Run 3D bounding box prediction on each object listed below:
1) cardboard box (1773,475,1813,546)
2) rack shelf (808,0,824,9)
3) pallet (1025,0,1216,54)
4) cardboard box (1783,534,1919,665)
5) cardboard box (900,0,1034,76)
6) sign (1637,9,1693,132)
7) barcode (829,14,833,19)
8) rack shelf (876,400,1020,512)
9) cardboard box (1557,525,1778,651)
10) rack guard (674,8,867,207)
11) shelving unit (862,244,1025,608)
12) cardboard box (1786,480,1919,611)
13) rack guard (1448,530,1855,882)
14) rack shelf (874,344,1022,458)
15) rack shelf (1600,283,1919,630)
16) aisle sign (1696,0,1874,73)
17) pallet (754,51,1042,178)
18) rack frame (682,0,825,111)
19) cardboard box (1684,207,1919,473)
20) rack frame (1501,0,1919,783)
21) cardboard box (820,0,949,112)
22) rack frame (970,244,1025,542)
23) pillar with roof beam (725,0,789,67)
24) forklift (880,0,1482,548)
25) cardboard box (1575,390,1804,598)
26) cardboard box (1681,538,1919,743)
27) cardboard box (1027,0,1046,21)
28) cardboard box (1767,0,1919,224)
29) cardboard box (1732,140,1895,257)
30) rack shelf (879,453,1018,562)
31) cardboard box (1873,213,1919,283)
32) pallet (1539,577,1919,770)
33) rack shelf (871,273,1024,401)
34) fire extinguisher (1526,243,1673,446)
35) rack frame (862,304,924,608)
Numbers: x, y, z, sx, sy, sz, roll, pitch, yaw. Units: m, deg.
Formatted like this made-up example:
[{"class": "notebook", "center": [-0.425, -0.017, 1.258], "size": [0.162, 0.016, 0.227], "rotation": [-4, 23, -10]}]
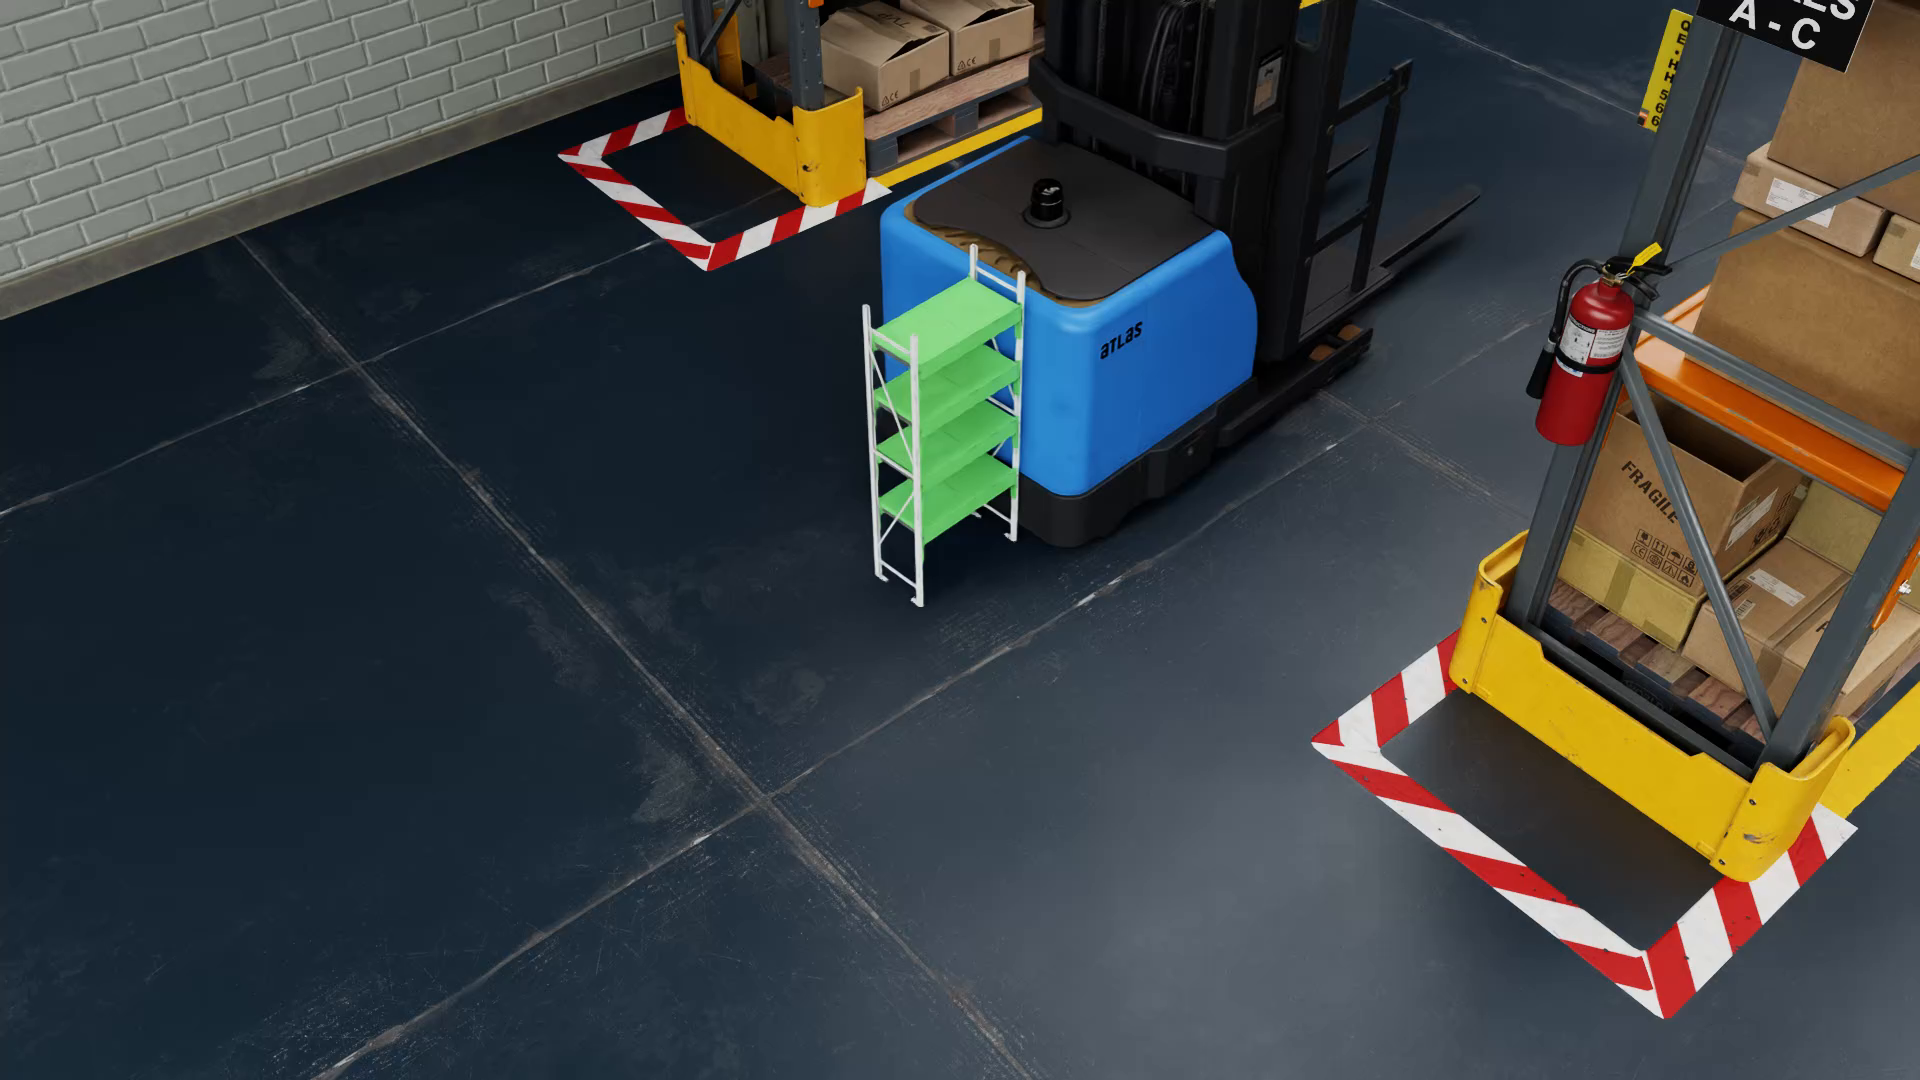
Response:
[{"class": "cardboard box", "center": [2.787, -0.180, 5.952], "size": [0.500, 0.250, 0.500], "rotation": [-30, 51, -28]}, {"class": "rack shelf", "center": [0.542, -3.629, 8.448], "size": [4.000, 0.370, 1.077], "rotation": [-30, 51, -28]}, {"class": "pallet", "center": [0.647, -2.900, 9.184], "size": [1.213, 0.211, 1.003], "rotation": [-30, 51, -28]}, {"class": "cardboard box", "center": [3.124, 0.096, 5.658], "size": [0.500, 0.250, 0.500], "rotation": [-30, 51, -28]}, {"class": "cardboard box", "center": [0.034, -2.700, 8.576], "size": [0.500, 0.311, 0.500], "rotation": [-26, 49, -25]}, {"class": "sign", "center": [1.852, -1.212, 4.331], "size": [0.005, 0.325, 0.100], "rotation": [-30, 51, -28]}, {"class": "barcode", "center": [-0.646, -2.671, 8.538], "size": [0.075, 0.075, 0.001], "rotation": [-30, 51, -28]}, {"class": "rack shelf", "center": [-0.049, -0.325, 5.813], "size": [0.258, 0.148, 0.480], "rotation": [34, 53, 31]}, {"class": "cardboard box", "center": [2.411, 0.046, 5.712], "size": [0.500, 0.250, 0.500], "rotation": [-30, 51, -28]}, {"class": "rack guard", "center": [-0.934, -2.134, 8.158], "size": [0.348, 0.500, 1.175], "rotation": [-30, 51, -28]}, {"class": "shelving unit", "center": [-0.049, -0.372, 5.769], "size": [0.258, 1.200, 0.503], "rotation": [34, 53, 31]}, {"class": "cardboard box", "center": [3.126, -0.176, 5.400], "size": [0.500, 0.500, 0.500], "rotation": [-30, 51, -28]}, {"class": "rack guard", "center": [2.171, 0.509, 5.343], "size": [0.348, 0.500, 1.175], "rotation": [-30, 51, -28]}, {"class": "rack shelf", "center": [-0.049, -0.500, 5.649], "size": [0.258, 0.148, 0.480], "rotation": [34, 53, 31]}, {"class": "rack shelf", "center": [3.723, -1.029, 5.680], "size": [4.000, 0.370, 1.077], "rotation": [-30, 51, -28]}, {"class": "aisle sign", "center": [1.950, -1.486, 3.742], "size": [0.004, 0.787, 0.394], "rotation": [-30, 51, -28]}, {"class": "pallet", "center": [-0.288, -2.367, 8.617], "size": [1.213, 0.211, 1.003], "rotation": [-30, 51, -28]}, {"class": "rack frame", "center": [-0.992, -3.012, 7.266], "size": [0.127, 3.000, 1.000], "rotation": [-30, 51, -28]}, {"class": "cardboard box", "center": [2.555, -0.647, 4.675], "size": [0.500, 0.500, 0.700], "rotation": [-30, 51, -28]}, {"class": "rack frame", "center": [2.189, -0.413, 4.498], "size": [0.127, 3.000, 1.000], "rotation": [-30, 51, -28]}, {"class": "cardboard box", "center": [-0.404, -2.449, 8.309], "size": [0.500, 0.311, 0.500], "rotation": [33, 52, 30]}, {"class": "rack frame", "center": [0.124, -0.490, 5.895], "size": [0.240, 1.200, 0.015], "rotation": [34, 53, 31]}, {"class": "pillar with roof beam", "center": [1.752, -3.700, 3.617], "size": [0.400, 9.000, 9.100], "rotation": [-30, 51, -28]}, {"class": "forklift", "center": [1.094, -1.944, 6.179], "size": [1.130, 2.935, 3.031], "rotation": [34, 53, 31]}, {"class": "cardboard box", "center": [2.410, -0.229, 5.456], "size": [0.500, 0.500, 0.500], "rotation": [-30, 51, -28]}, {"class": "cardboard box", "center": [2.743, 0.318, 5.422], "size": [0.500, 0.250, 0.500], "rotation": [-30, 51, -28]}, {"class": "cardboard box", "center": [0.629, -3.064, 8.826], "size": [0.500, 0.500, 0.700], "rotation": [-33, 52, -30]}, {"class": "cardboard box", "center": [2.596, -1.144, 4.256], "size": [0.500, 0.500, 0.700], "rotation": [-30, 51, -28]}, {"class": "cardboard box", "center": [2.360, -0.953, 4.527], "size": [0.250, 0.149, 0.380], "rotation": [-31, 51, -28]}, {"class": "rack shelf", "center": [-0.049, -0.150, 5.977], "size": [0.258, 0.148, 0.480], "rotation": [34, 53, 31]}, {"class": "cardboard box", "center": [2.628, -0.745, 4.305], "size": [0.250, 0.149, 0.380], "rotation": [-30, 51, -28]}, {"class": "pallet", "center": [2.749, 0.246, 5.834], "size": [1.213, 0.211, 1.003], "rotation": [-30, 51, -28]}, {"class": "rack shelf", "center": [-0.049, -0.675, 5.484], "size": [0.258, 0.148, 0.480], "rotation": [34, 53, 31]}, {"class": "fire extinguisher", "center": [1.800, -0.576, 4.729], "size": [0.183, 0.674, 0.296], "rotation": [-30, 51, -28]}, {"class": "rack frame", "center": [-0.221, -0.253, 5.643], "size": [0.240, 1.200, 0.015], "rotation": [34, 53, 31]}]
